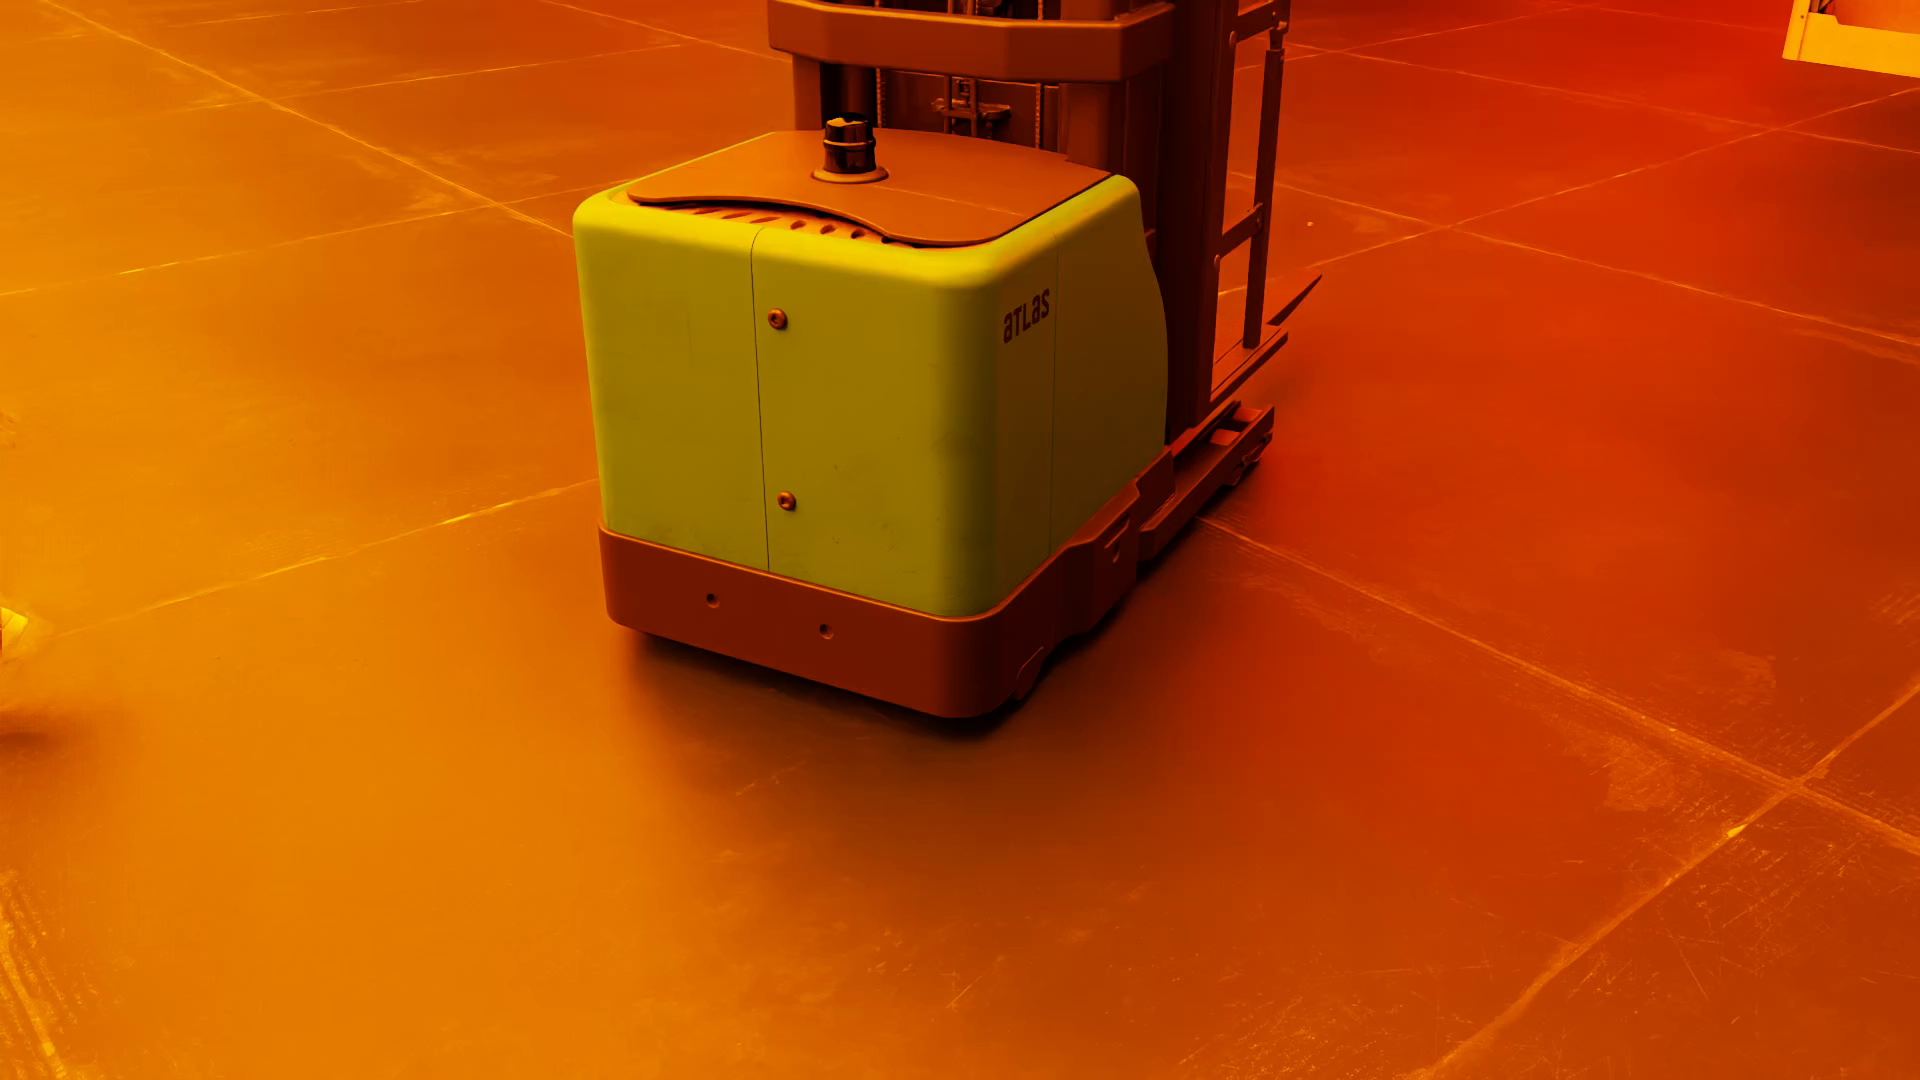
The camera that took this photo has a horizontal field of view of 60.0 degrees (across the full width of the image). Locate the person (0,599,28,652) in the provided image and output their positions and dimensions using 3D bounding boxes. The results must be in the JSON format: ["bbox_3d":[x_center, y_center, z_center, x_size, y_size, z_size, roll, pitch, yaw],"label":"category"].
[{"bbox_3d":[-2.309,-0.232,3.186,0.731,1.599,0.515,-18,32,-32],"label":"person"}]

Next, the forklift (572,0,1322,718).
[{"bbox_3d":[0.285,-1.552,4.331,1.130,2.935,3.031,13,29,25],"label":"forklift"}]
